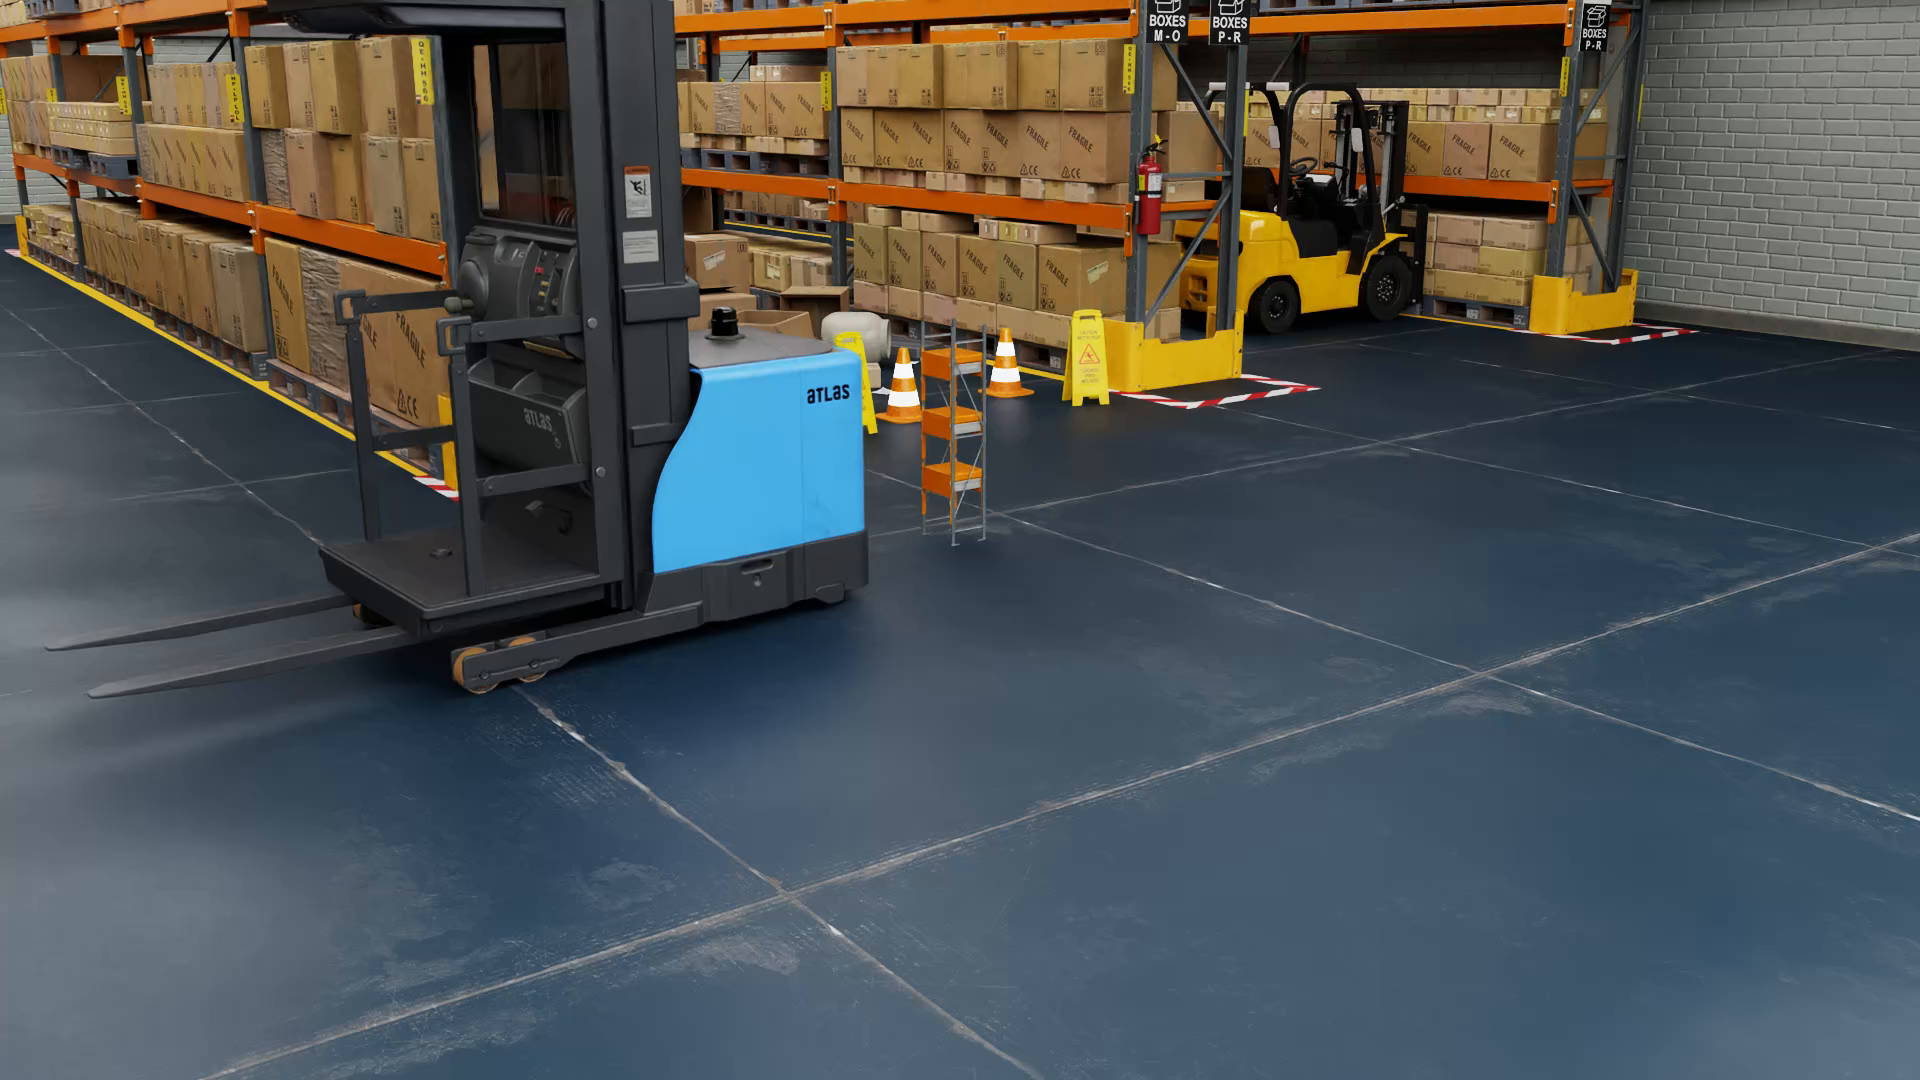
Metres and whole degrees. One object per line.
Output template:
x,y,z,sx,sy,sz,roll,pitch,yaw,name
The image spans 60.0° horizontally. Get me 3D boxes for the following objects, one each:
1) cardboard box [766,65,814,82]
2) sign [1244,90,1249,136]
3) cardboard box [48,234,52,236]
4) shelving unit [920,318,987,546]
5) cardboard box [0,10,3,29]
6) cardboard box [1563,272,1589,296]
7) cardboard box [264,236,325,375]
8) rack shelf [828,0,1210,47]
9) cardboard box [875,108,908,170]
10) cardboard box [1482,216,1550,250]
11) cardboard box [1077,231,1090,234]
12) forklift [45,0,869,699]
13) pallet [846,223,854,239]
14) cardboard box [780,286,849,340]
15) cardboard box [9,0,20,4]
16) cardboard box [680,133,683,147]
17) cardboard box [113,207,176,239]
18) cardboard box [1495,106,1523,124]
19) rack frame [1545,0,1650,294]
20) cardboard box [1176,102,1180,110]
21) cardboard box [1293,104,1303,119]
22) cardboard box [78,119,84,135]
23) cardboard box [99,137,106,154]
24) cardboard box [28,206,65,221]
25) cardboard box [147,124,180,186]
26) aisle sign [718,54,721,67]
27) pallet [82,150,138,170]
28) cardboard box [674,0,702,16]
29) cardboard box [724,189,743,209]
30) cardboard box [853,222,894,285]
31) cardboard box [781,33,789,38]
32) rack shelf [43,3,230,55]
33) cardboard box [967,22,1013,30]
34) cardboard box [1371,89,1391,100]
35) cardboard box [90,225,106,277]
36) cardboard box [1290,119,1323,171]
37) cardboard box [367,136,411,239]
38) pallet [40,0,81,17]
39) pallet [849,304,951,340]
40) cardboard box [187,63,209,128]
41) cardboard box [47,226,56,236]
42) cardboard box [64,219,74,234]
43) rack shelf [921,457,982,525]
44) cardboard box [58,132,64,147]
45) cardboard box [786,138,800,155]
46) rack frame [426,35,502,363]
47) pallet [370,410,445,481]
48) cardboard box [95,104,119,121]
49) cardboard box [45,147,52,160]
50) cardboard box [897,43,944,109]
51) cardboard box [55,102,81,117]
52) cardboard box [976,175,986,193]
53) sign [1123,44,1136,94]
-1.595,-4.382,15.628,0.380,0.149,0.250,-12,19,-36,cardboard box
2.065,-3.114,12.132,0.100,0.325,0.005,-11,19,-35,sign
-11.016,-3.698,20.511,0.380,0.149,0.250,-11,19,-34,cardboard box
-0.031,-0.518,7.979,0.215,1.050,0.252,-11,19,-35,shelving unit
-11.668,-6.478,20.664,0.500,0.250,0.500,-10,18,-33,cardboard box
5.509,-2.395,15.558,0.500,0.250,0.500,-11,19,-34,cardboard box
-4.357,-1.709,11.867,0.875,0.875,0.875,-11,19,-34,cardboard box
0.451,-4.139,13.197,1.077,0.370,4.000,-11,19,-35,rack shelf
-0.378,-3.417,14.126,0.500,0.500,0.500,-11,19,-35,cardboard box
5.116,-2.792,15.114,0.500,0.250,0.500,-10,18,-33,cardboard box
0.762,-2.290,13.752,0.500,0.500,0.500,-10,18,-33,cardboard box
-1.851,-1.012,6.220,3.031,2.935,1.130,-12,20,-38,forklift
-0.908,-4.433,23.873,1.003,0.211,1.213,-11,19,-35,pallet
-1.196,-1.822,13.781,0.500,0.500,0.500,1,15,4,cardboard box
-10.784,-6.392,19.401,0.500,0.250,0.500,-12,19,-37,cardboard box
-2.774,-4.172,17.319,0.380,0.149,0.250,-12,20,-38,cardboard box
-7.942,-3.101,16.242,0.500,0.250,0.500,-11,19,-34,cardboard box
5.035,-3.825,14.951,0.380,0.149,0.250,-11,18,-34,cardboard box
5.639,-3.383,14.756,1.000,3.000,0.127,-11,19,-35,rack frame
2.377,-4.785,18.460,0.380,0.149,0.250,-12,19,-36,cardboard box
3.591,-4.383,16.991,0.380,0.149,0.250,-11,19,-35,cardboard box
-8.441,-4.065,16.364,0.380,0.149,0.250,-10,18,-33,cardboard box
-7.828,-3.699,15.590,0.380,0.149,0.250,-11,19,-35,cardboard box
-11.388,-4.075,20.760,0.380,0.149,0.250,-11,19,-35,cardboard box
-6.675,-3.333,14.382,0.500,0.500,0.500,-11,19,-35,cardboard box
-4.046,-8.023,26.782,0.394,0.787,0.004,-11,19,-35,aisle sign
-8.219,-3.854,16.840,1.003,0.211,1.213,-11,19,-35,pallet
-2.528,-5.612,17.025,0.700,0.500,0.500,-11,19,-35,cardboard box
-3.485,-5.653,26.982,0.797,0.503,0.637,-12,19,-37,cardboard box
-0.597,-2.536,14.654,0.500,0.500,0.500,-10,18,-32,cardboard box
-2.433,-7.529,24.695,0.380,0.149,0.250,-10,18,-33,cardboard box
-8.198,-5.057,16.553,1.077,0.370,4.000,-11,19,-35,rack shelf
0.437,-6.538,20.884,0.500,0.250,0.500,-12,19,-36,cardboard box
4.217,-4.315,16.177,0.380,0.149,0.250,-11,19,-34,cardboard box
-8.841,-3.070,17.550,0.500,0.500,0.500,-10,18,-32,cardboard box
3.657,-4.042,16.972,0.500,0.500,0.500,-10,18,-34,cardboard box
-2.914,-2.081,9.713,0.875,0.550,0.550,-11,19,-35,cardboard box
-8.485,-5.372,16.694,1.213,0.211,1.003,-11,19,-35,pallet
-0.302,-1.983,14.923,1.003,0.211,1.213,-11,19,-35,pallet
-5.863,-3.638,13.601,0.700,0.500,0.500,-11,19,-35,cardboard box
-10.998,-3.839,20.461,0.380,0.149,0.250,-12,19,-37,cardboard box
-9.976,-3.583,18.963,0.380,0.149,0.250,-11,19,-34,cardboard box
-0.031,-0.240,8.055,0.215,0.259,0.240,-11,19,-35,rack shelf
-9.203,-4.198,17.414,0.380,0.149,0.250,-11,19,-34,cardboard box
-1.392,-3.674,15.497,0.380,0.149,0.250,-12,19,-36,cardboard box
-2.318,-1.822,9.052,1.000,3.000,0.127,-11,19,-35,rack frame
-2.851,-0.636,10.000,1.003,0.211,1.213,-11,19,-35,pallet
-7.827,-3.986,15.512,0.380,0.149,0.250,-11,19,-35,cardboard box
-10.395,-4.505,19.329,0.380,0.149,0.250,-12,19,-37,cardboard box
-0.086,-3.789,13.590,0.700,0.500,0.500,-11,19,-36,cardboard box
-9.197,-4.484,17.330,0.380,0.149,0.250,-11,19,-34,cardboard box
0.351,-2.867,13.345,0.380,0.149,0.250,-11,19,-35,cardboard box
1.166,-3.241,11.444,0.100,0.325,0.005,-11,19,-35,sign
